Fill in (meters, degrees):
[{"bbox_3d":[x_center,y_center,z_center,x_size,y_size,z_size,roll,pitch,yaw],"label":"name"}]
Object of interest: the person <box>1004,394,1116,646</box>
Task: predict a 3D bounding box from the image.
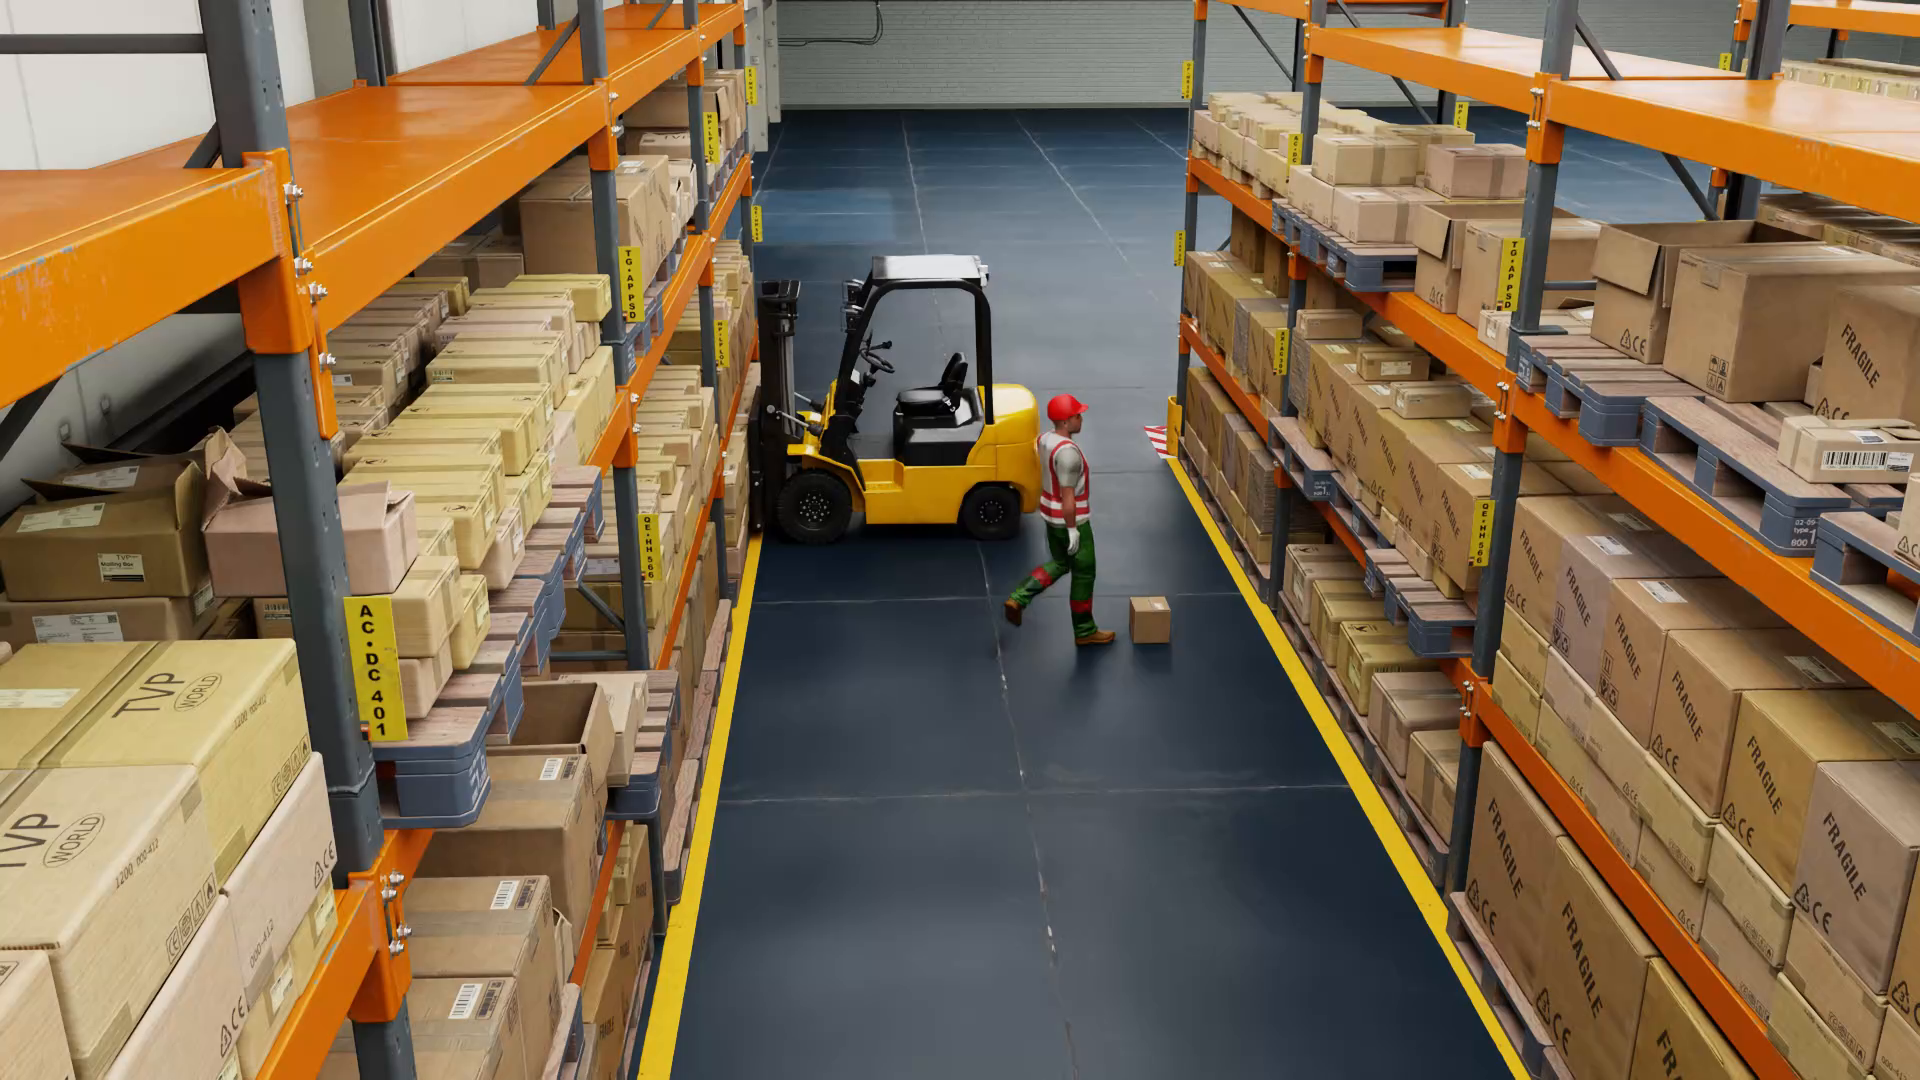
[{"bbox_3d":[0.690,-0.144,11.418,0.754,1.776,0.571,-7,21,-17],"label":"person"}]
